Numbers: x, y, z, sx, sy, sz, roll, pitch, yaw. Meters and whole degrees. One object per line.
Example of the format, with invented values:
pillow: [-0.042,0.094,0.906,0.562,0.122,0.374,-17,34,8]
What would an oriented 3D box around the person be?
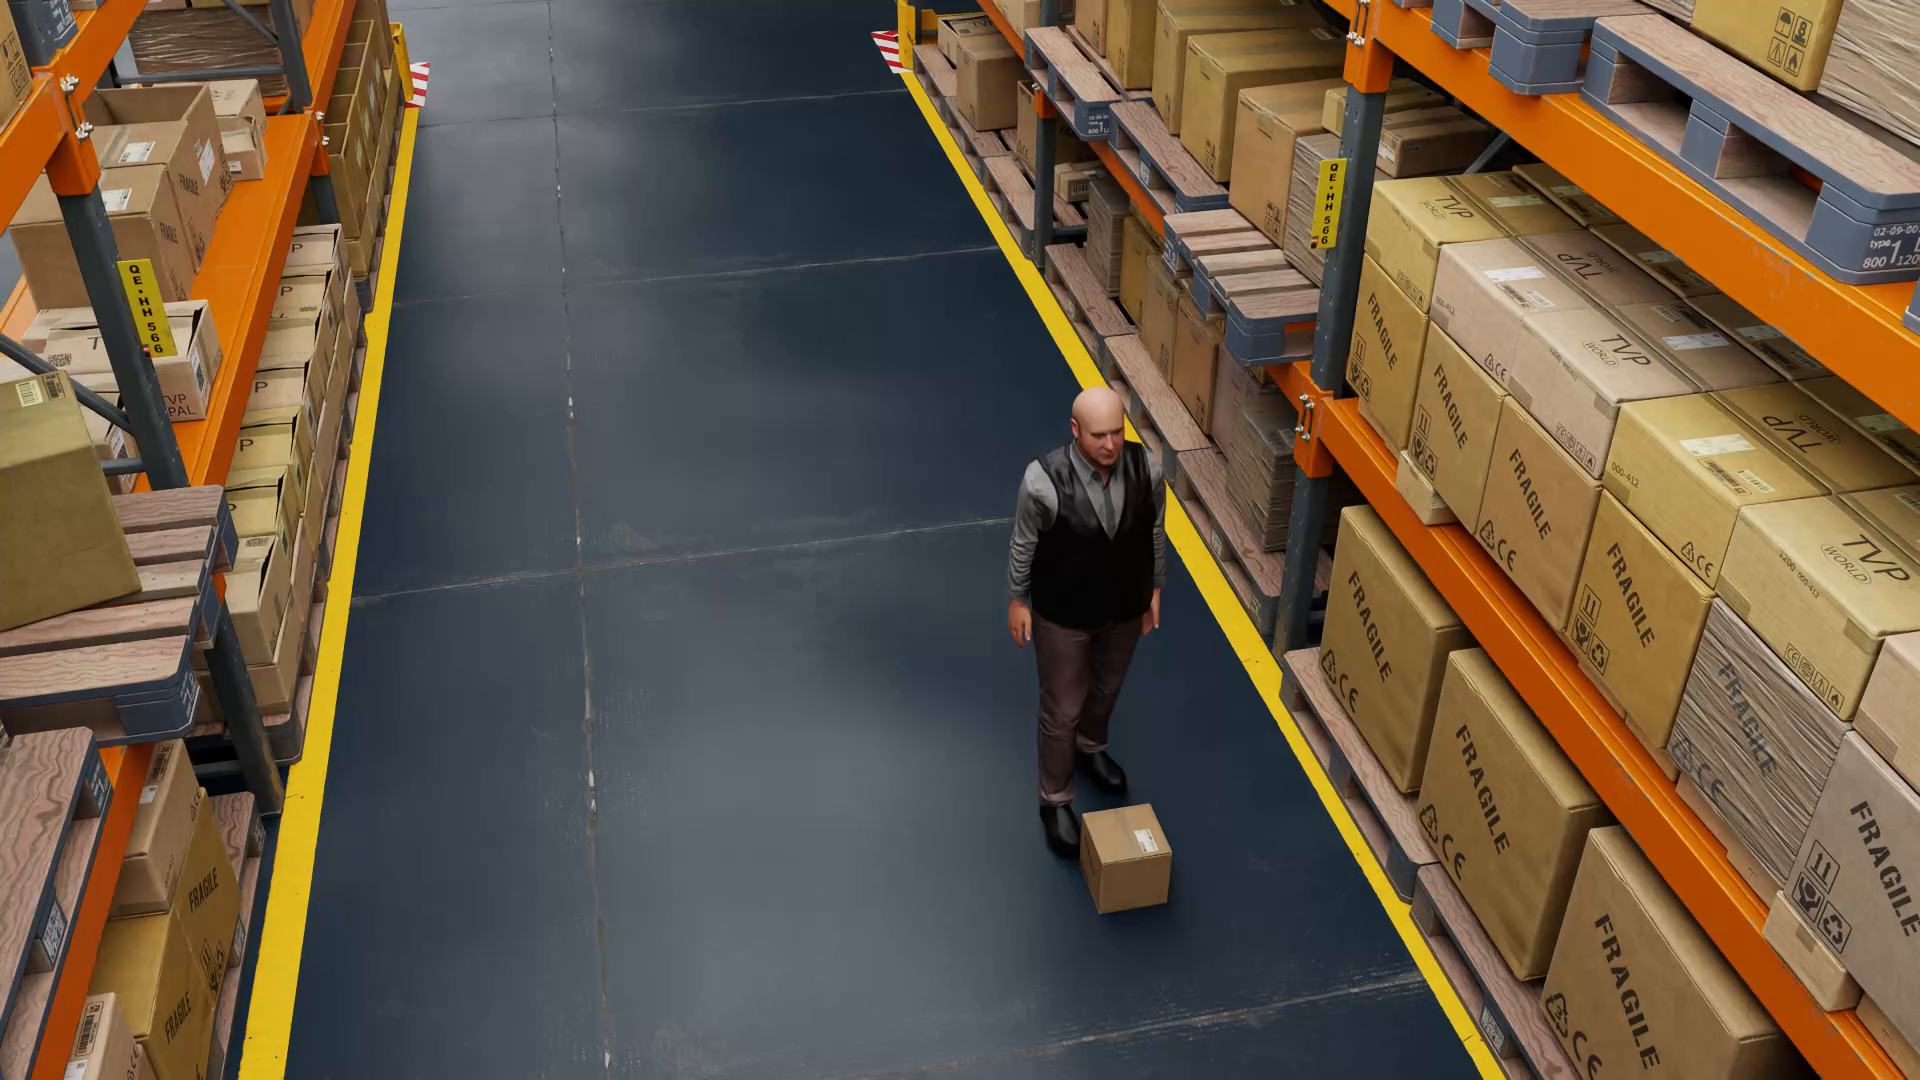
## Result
person: [0.445,0.279,5.868,0.562,1.474,0.418,-11,36,-16]
